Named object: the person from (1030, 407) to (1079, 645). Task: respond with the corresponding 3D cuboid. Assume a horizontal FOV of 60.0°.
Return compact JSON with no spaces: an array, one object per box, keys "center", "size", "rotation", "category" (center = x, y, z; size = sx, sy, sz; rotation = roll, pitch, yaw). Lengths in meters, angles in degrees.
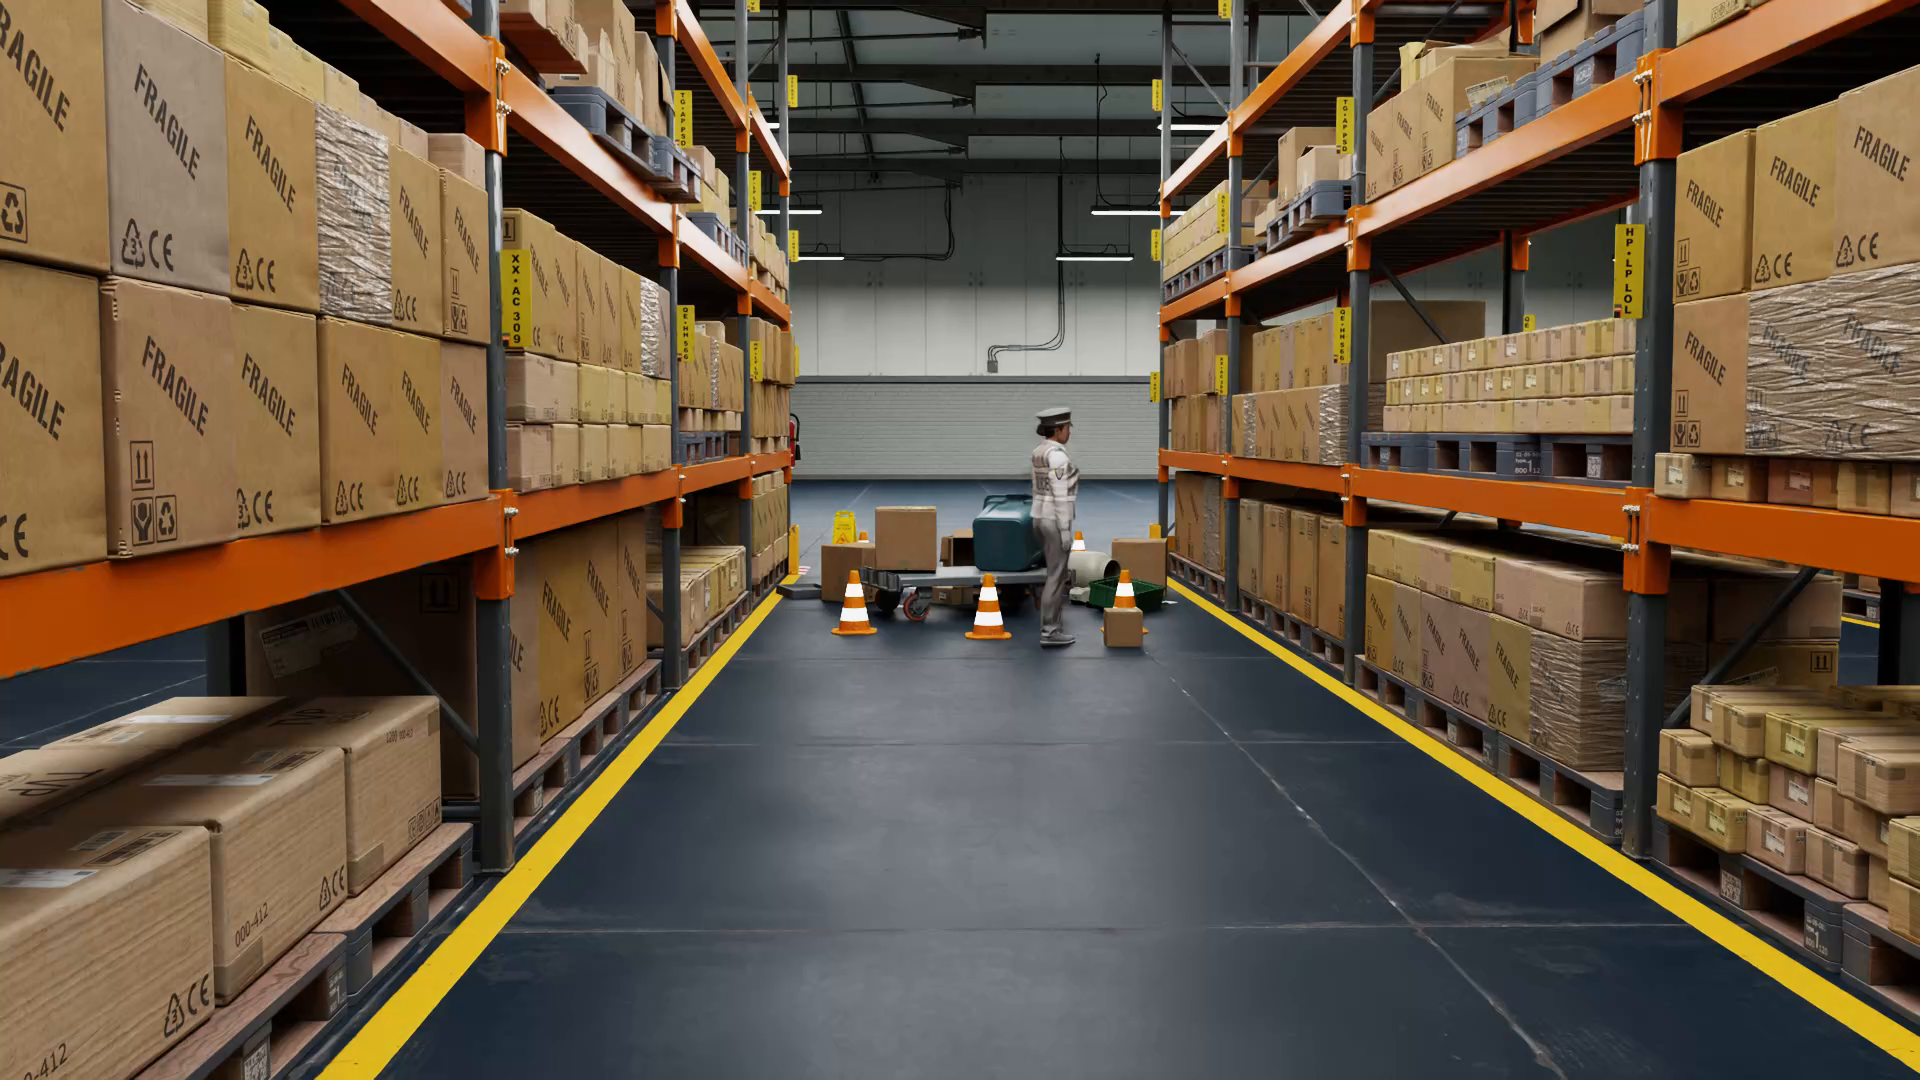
[{"center":[0.703,-0.063,11.701],"size":[0.402,1.739,0.509],"rotation":[-1,4,-18],"category":"person"}]
